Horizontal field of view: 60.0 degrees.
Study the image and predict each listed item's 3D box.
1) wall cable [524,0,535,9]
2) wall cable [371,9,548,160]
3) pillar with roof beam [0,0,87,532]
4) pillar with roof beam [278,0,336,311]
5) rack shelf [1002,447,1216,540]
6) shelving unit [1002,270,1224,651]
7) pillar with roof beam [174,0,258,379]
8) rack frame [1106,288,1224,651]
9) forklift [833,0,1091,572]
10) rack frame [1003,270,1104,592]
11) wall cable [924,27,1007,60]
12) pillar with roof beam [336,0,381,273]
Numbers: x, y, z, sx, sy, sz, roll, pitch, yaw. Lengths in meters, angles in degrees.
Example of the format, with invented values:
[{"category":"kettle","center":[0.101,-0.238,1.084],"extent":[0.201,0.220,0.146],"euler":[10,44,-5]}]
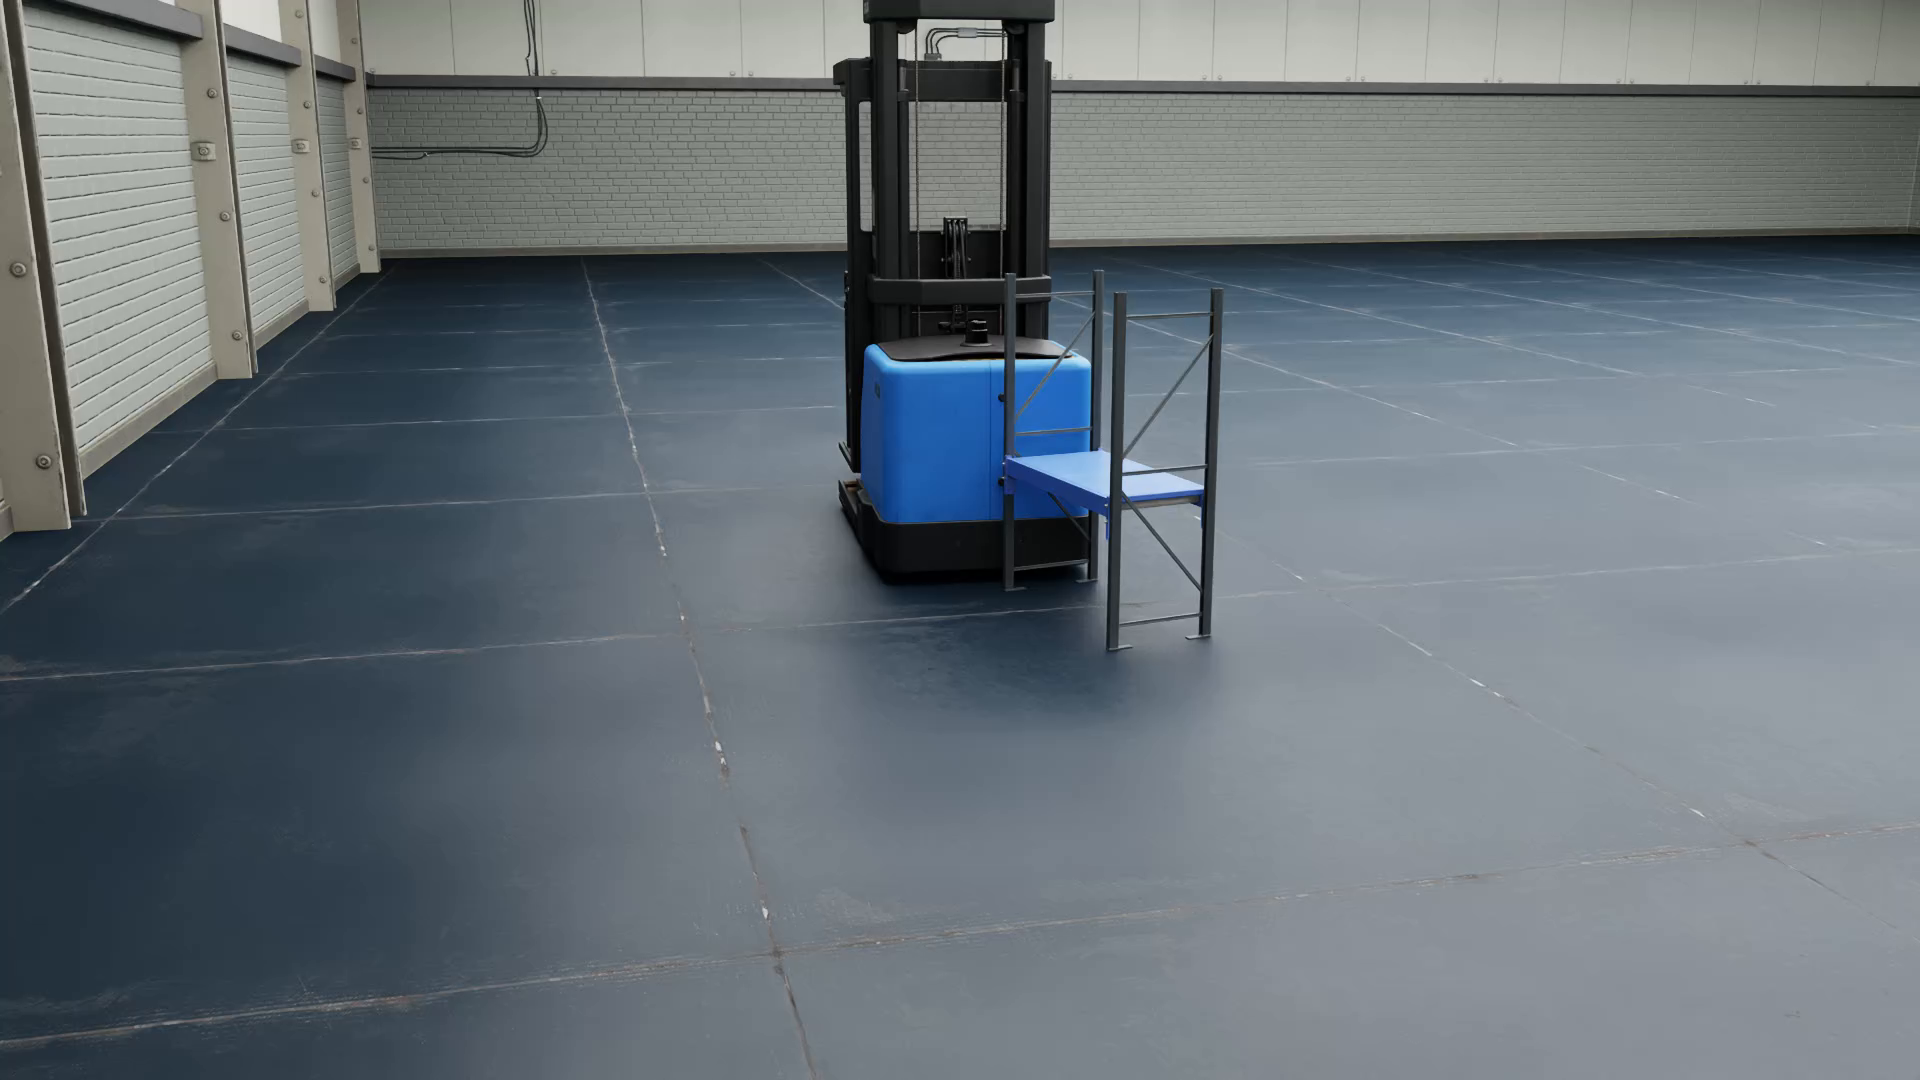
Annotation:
[{"category":"wall cable","center":[-6.121,-10.471,28.727],"extent":[3.097,2.526,0.112],"euler":[-3,14,-13]},{"category":"wall cable","center":[-8.751,-7.867,28.709],"extent":[3.097,2.526,0.112],"euler":[-3,14,-13]},{"category":"pillar with roof beam","center":[-0.932,-4.710,9.243],"extent":[9.100,9.000,0.400],"euler":[-3,14,-13]},{"category":"pillar with roof beam","center":[-3.750,-7.478,20.574],"extent":[9.100,9.000,0.400],"euler":[-3,14,-13]},{"category":"rack shelf","center":[0.645,-0.222,7.435],"extent":[0.538,0.185,1.000],"euler":[-6,15,-23]},{"category":"shelving unit","center":[0.645,-0.397,7.393],"extent":[0.538,1.500,1.048],"euler":[-6,15,-23]},{"category":"pillar with roof beam","center":[-2.341,-6.094,14.908],"extent":[9.100,9.000,0.400],"euler":[-3,14,-13]},{"category":"rack frame","center":[0.852,-0.287,6.942],"extent":[0.500,1.500,0.032],"euler":[-6,15,-23]},{"category":"forklift","center":[-0.102,-1.570,9.176],"extent":[1.130,2.935,3.031],"euler":[-2,14,-9]},{"category":"rack frame","center":[0.438,-0.507,7.844],"extent":[0.500,1.500,0.032],"euler":[-6,15,-23]},{"category":"wall cable","center":[0.481,-11.553,30.088],"extent":[2.305,6.003,0.169],"euler":[-3,14,-13]},{"category":"pillar with roof beam","center":[-5.160,-8.862,26.240],"extent":[9.100,9.000,0.400],"euler":[-3,14,-13]}]
